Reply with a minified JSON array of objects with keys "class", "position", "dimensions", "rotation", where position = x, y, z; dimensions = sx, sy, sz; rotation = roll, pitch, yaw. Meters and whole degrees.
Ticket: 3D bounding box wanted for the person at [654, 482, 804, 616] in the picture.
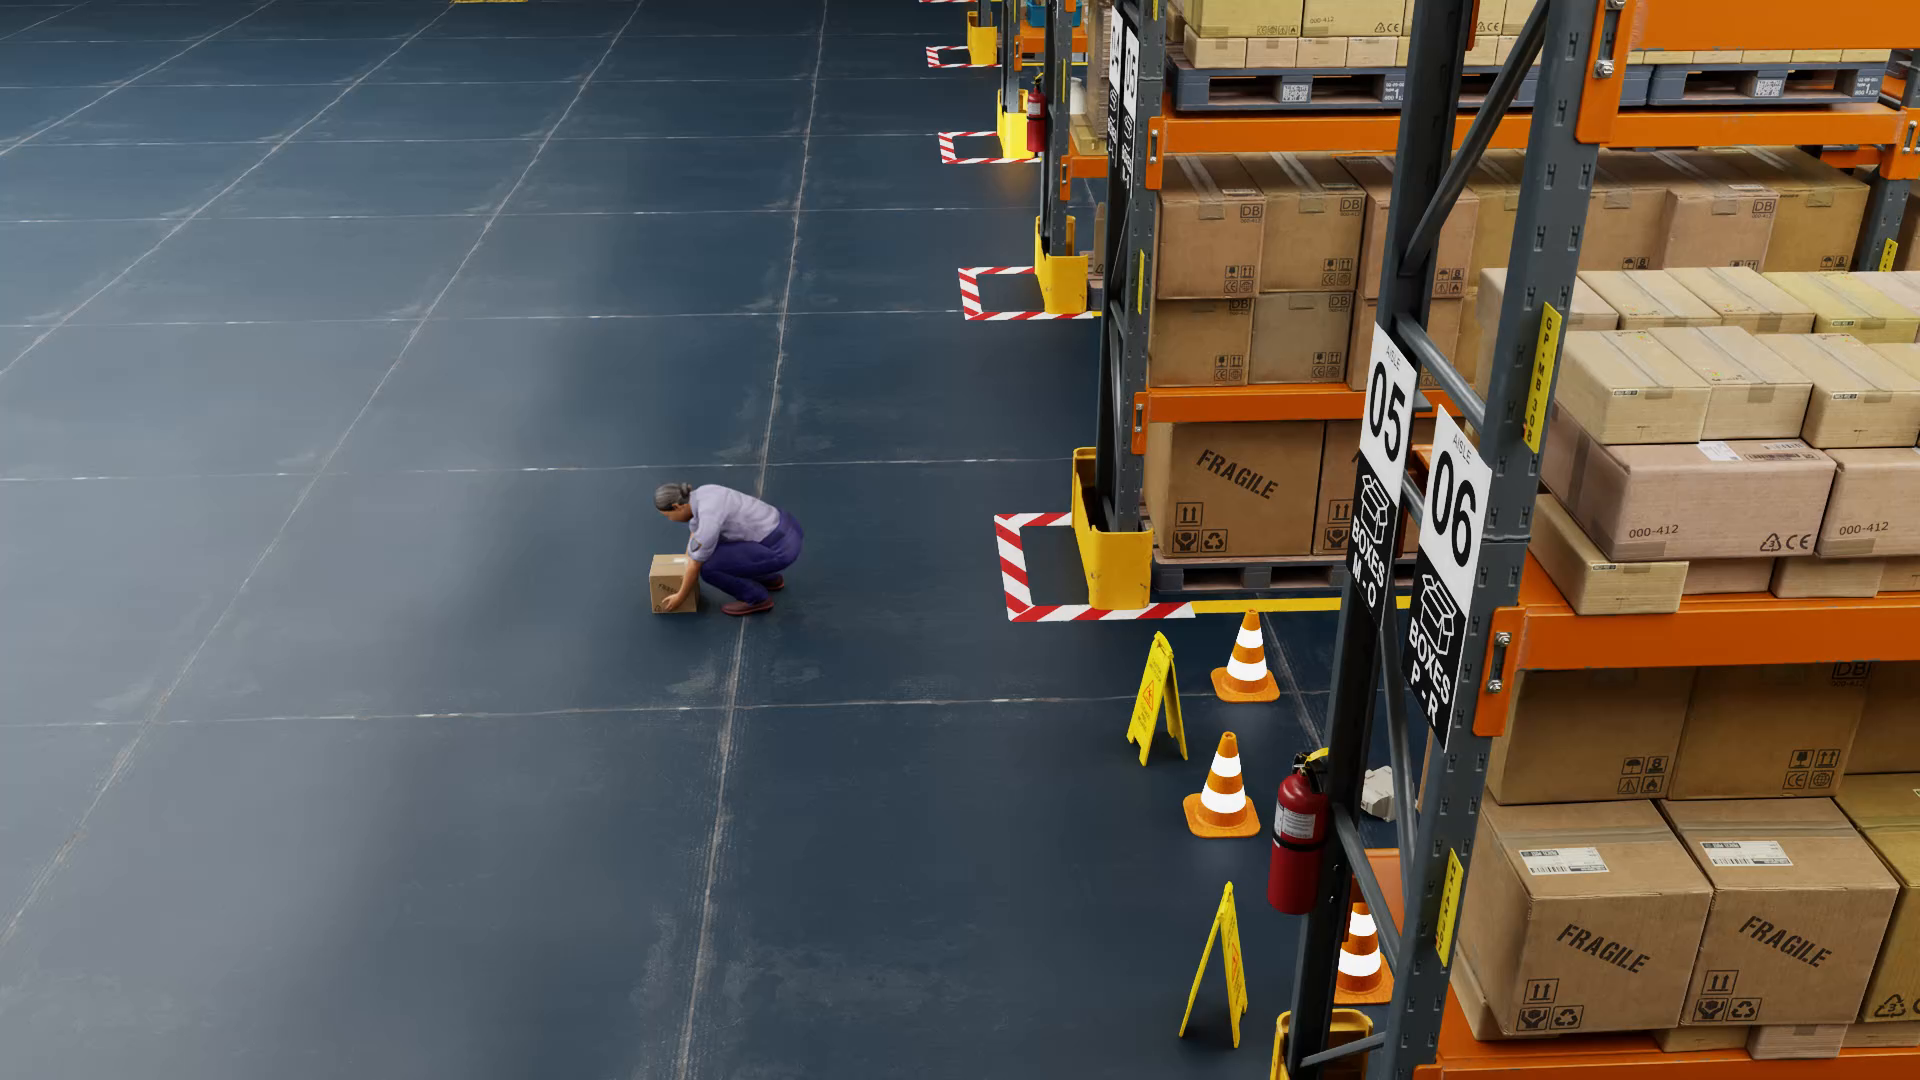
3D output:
[{"class":"person","position":[-1.315,0.005,9.549],"dimensions":[0.823,0.803,0.515],"rotation":[-1,28,-2]}]
